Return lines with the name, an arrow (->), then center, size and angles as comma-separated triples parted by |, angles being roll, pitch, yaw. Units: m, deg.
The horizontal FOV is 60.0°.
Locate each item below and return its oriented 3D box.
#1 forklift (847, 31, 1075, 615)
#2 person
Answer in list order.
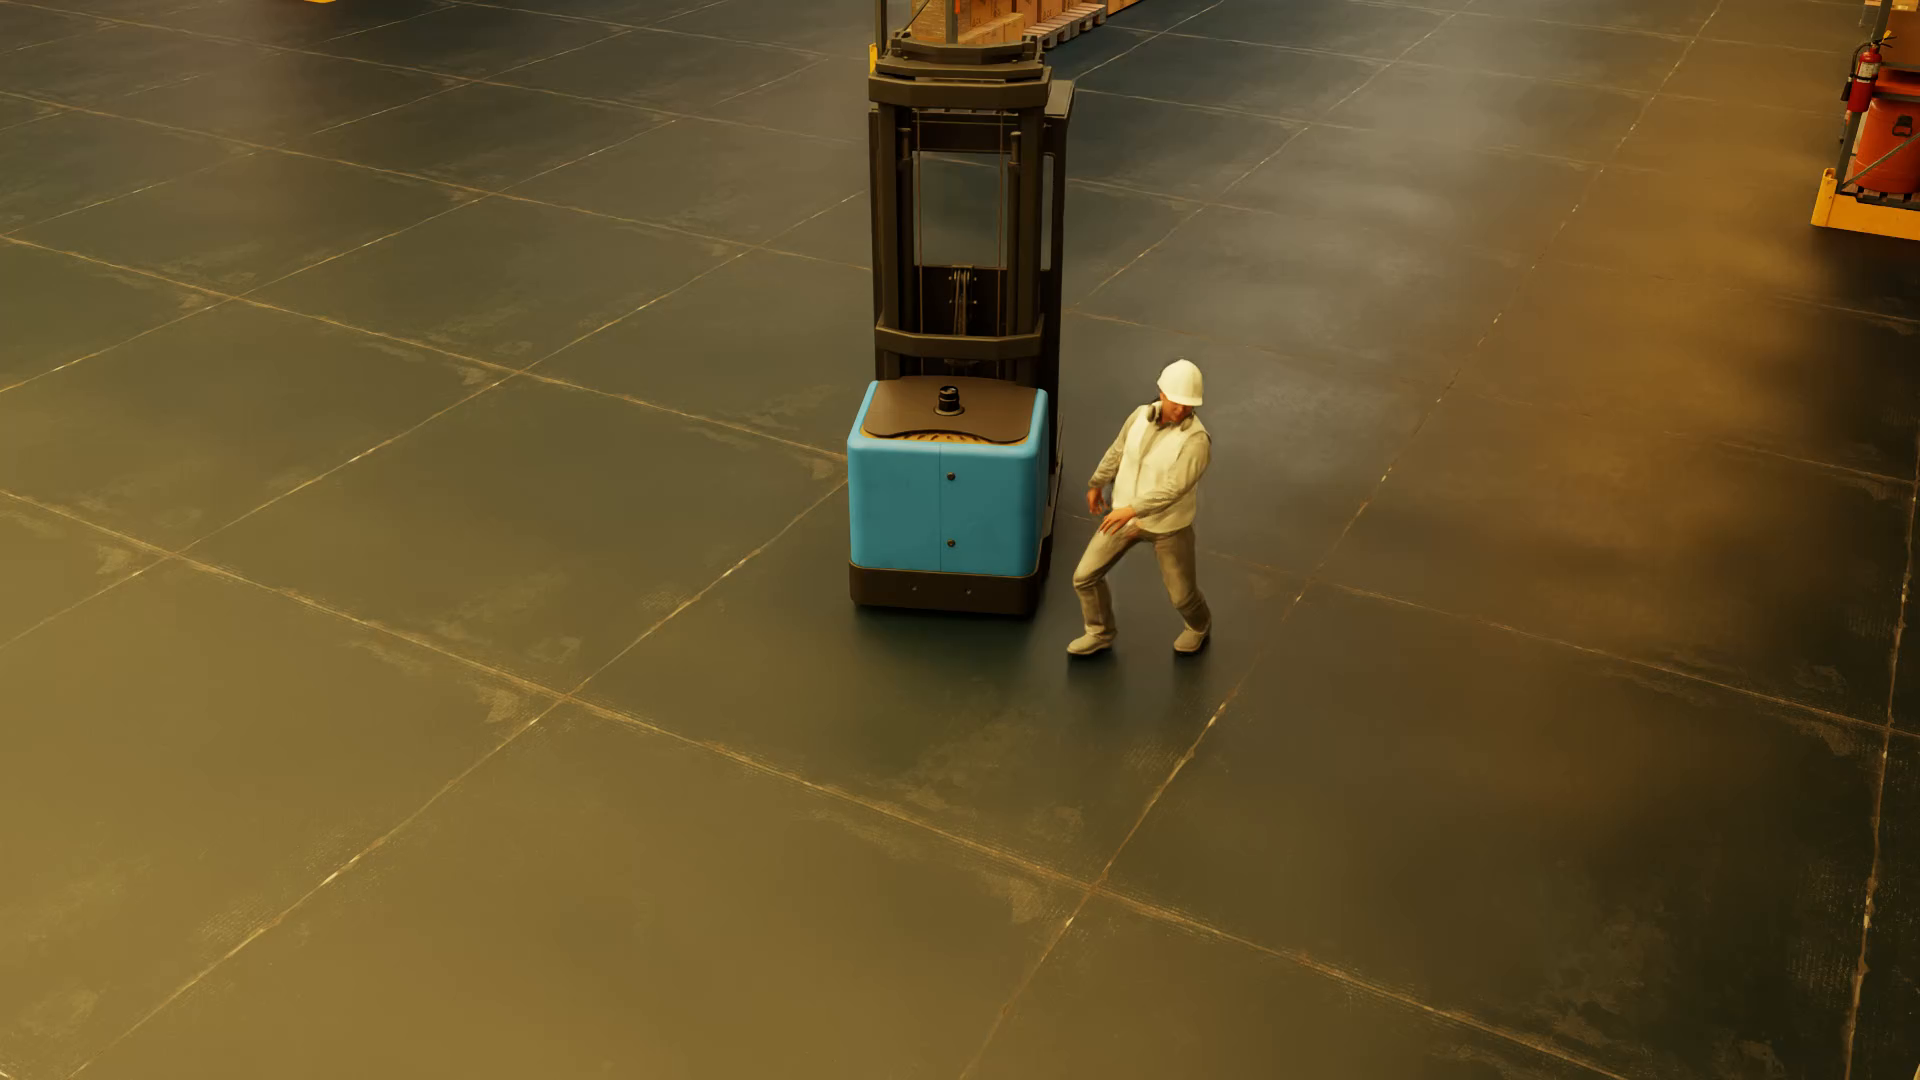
forklift -> 0.072, -1.572, 9.794 | 1.130, 2.935, 3.031 | 3, 30, 6
person -> 0.917, -0.142, 8.578 | 0.703, 1.686, 0.788 | 21, 36, 32
